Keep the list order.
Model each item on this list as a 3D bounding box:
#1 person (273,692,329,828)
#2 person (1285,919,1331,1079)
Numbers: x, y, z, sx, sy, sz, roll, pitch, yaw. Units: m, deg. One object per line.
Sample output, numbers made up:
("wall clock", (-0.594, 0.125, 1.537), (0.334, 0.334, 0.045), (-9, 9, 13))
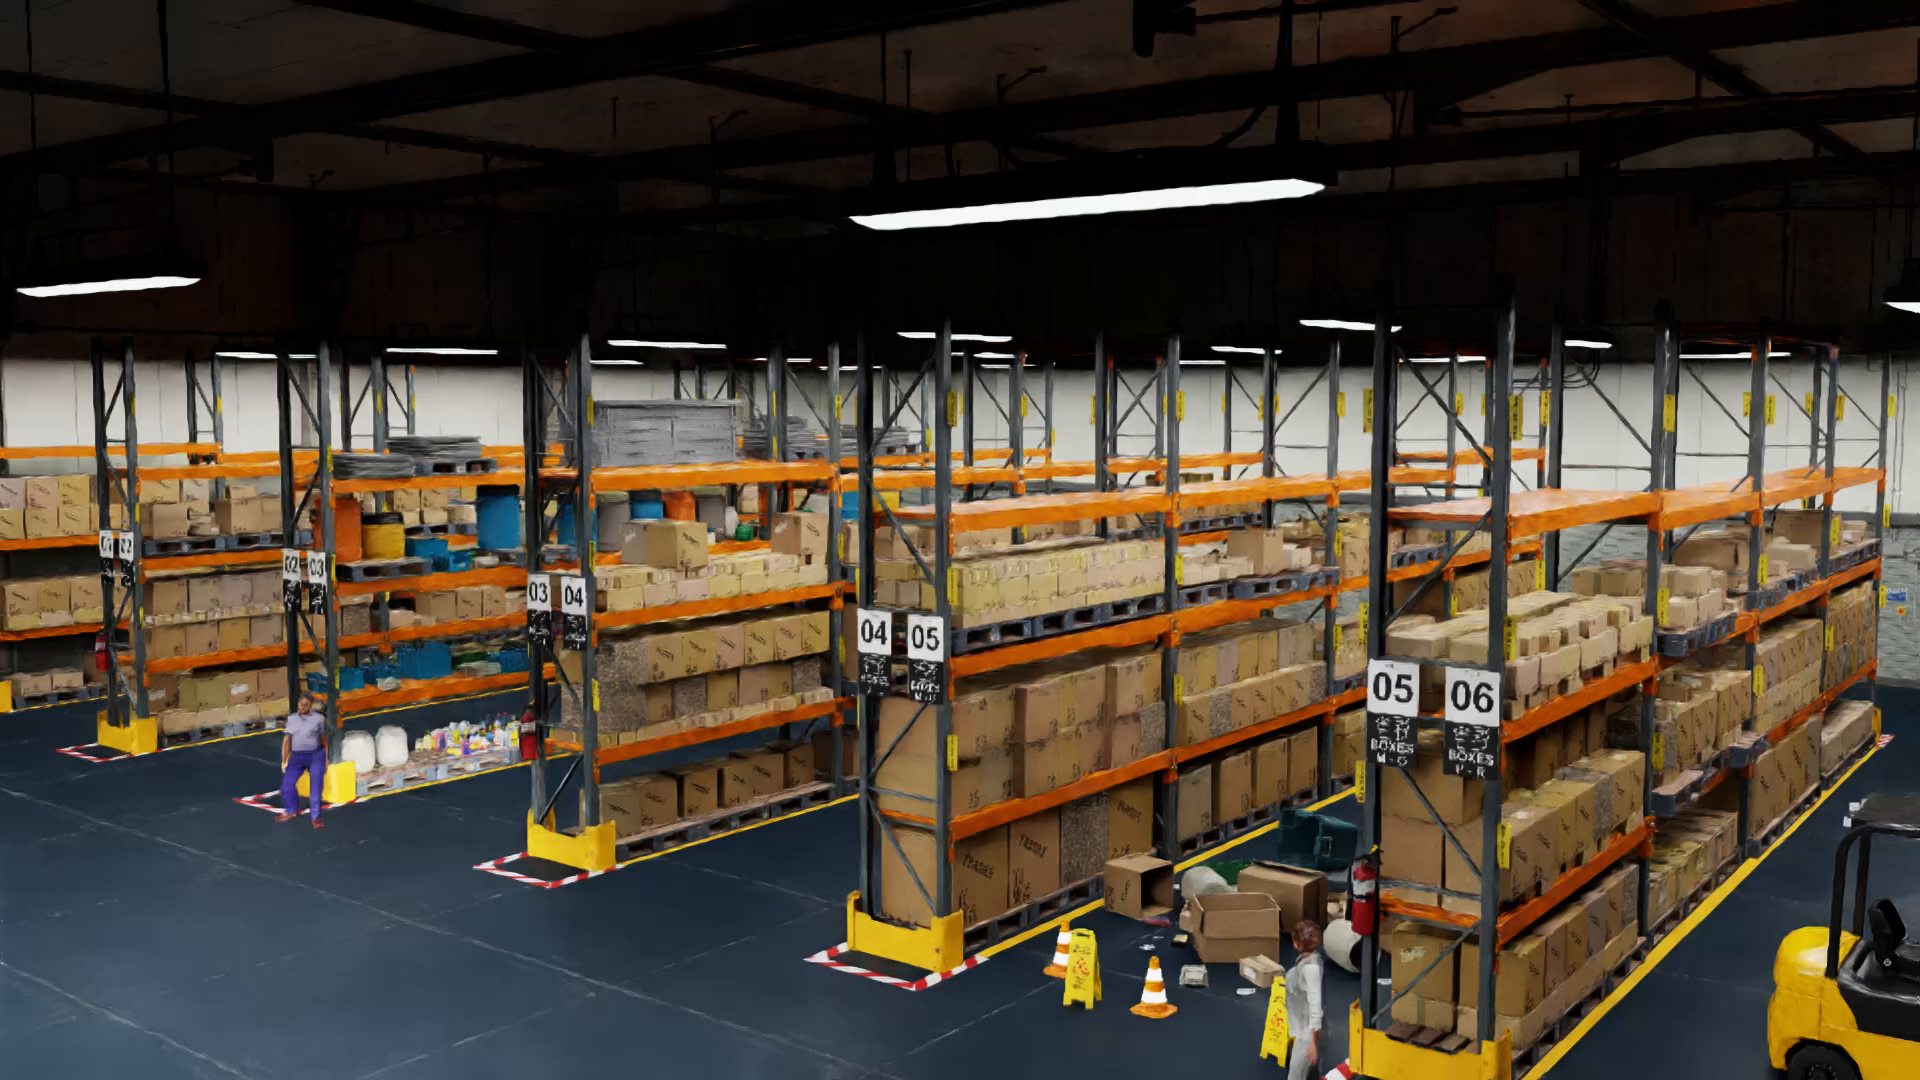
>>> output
("person", (-7.940, 2.625, 19.940), (0.682, 1.632, 0.515), (-1, 5, -8))
("person", (2.382, 3.380, 11.298), (0.357, 1.592, 0.521), (1, 5, 10))
